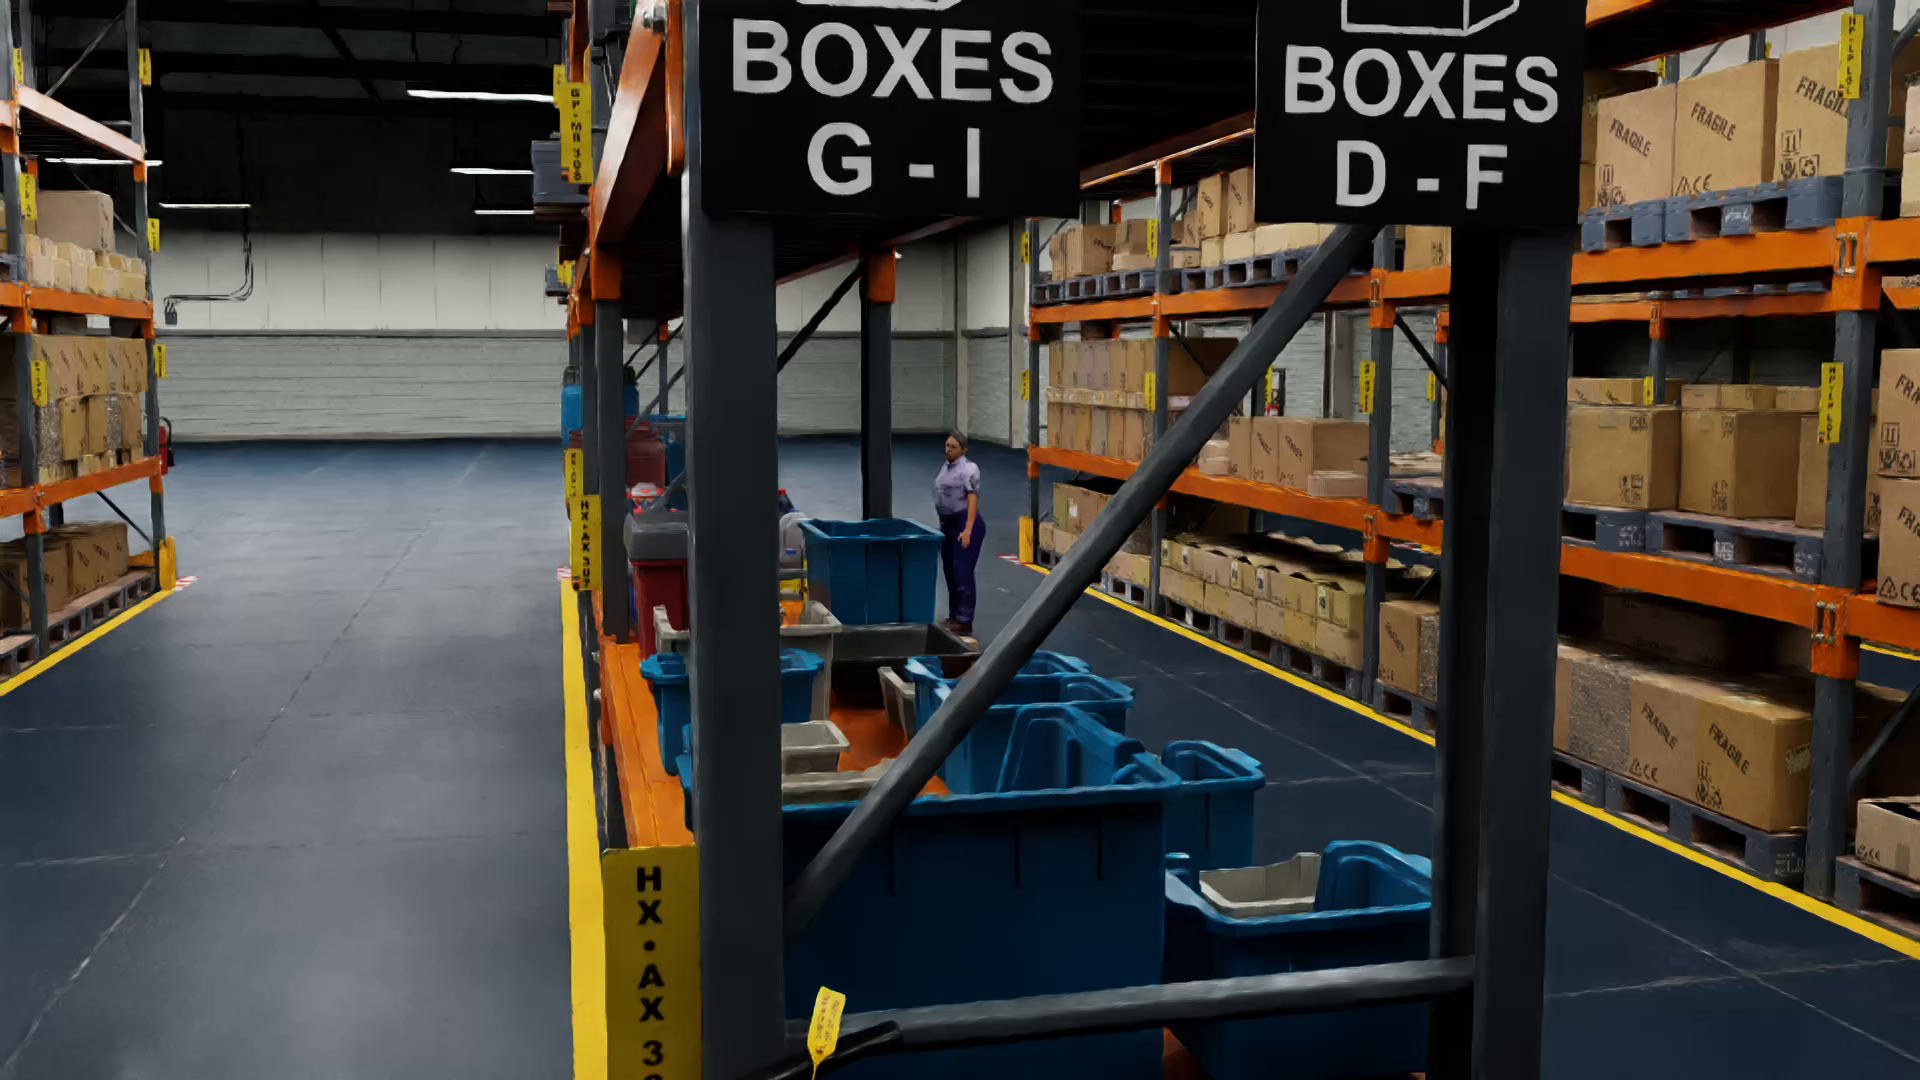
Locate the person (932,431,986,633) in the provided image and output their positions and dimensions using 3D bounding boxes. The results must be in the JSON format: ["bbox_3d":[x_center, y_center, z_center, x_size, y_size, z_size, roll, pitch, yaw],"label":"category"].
[{"bbox_3d":[-0.057,-0.065,13.654,0.452,1.651,0.560,-4,7,-31],"label":"person"}]
